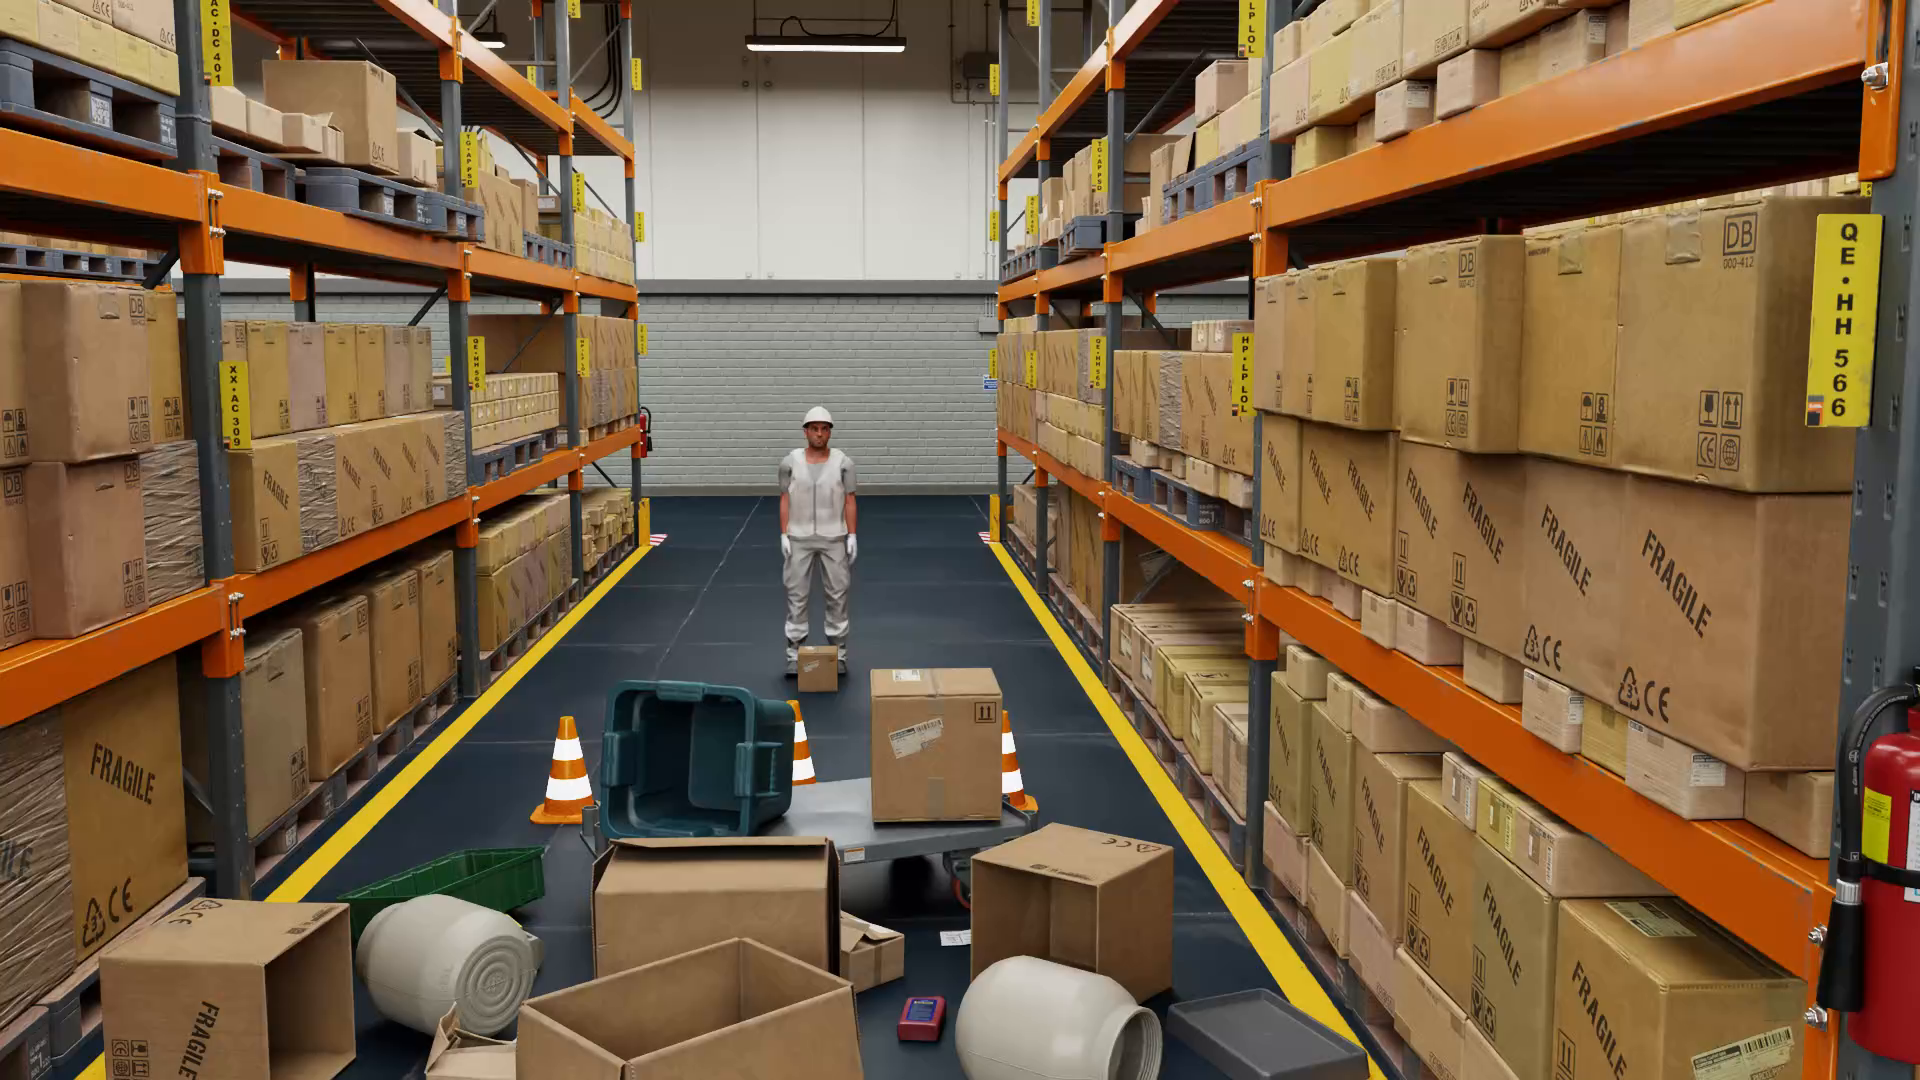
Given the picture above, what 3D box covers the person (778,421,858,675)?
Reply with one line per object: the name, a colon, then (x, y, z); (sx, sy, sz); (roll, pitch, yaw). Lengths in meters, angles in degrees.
person: (-12.877, 1.104, 2.040); (25.183, 1.740, 17.442); (0, 7, -3)
